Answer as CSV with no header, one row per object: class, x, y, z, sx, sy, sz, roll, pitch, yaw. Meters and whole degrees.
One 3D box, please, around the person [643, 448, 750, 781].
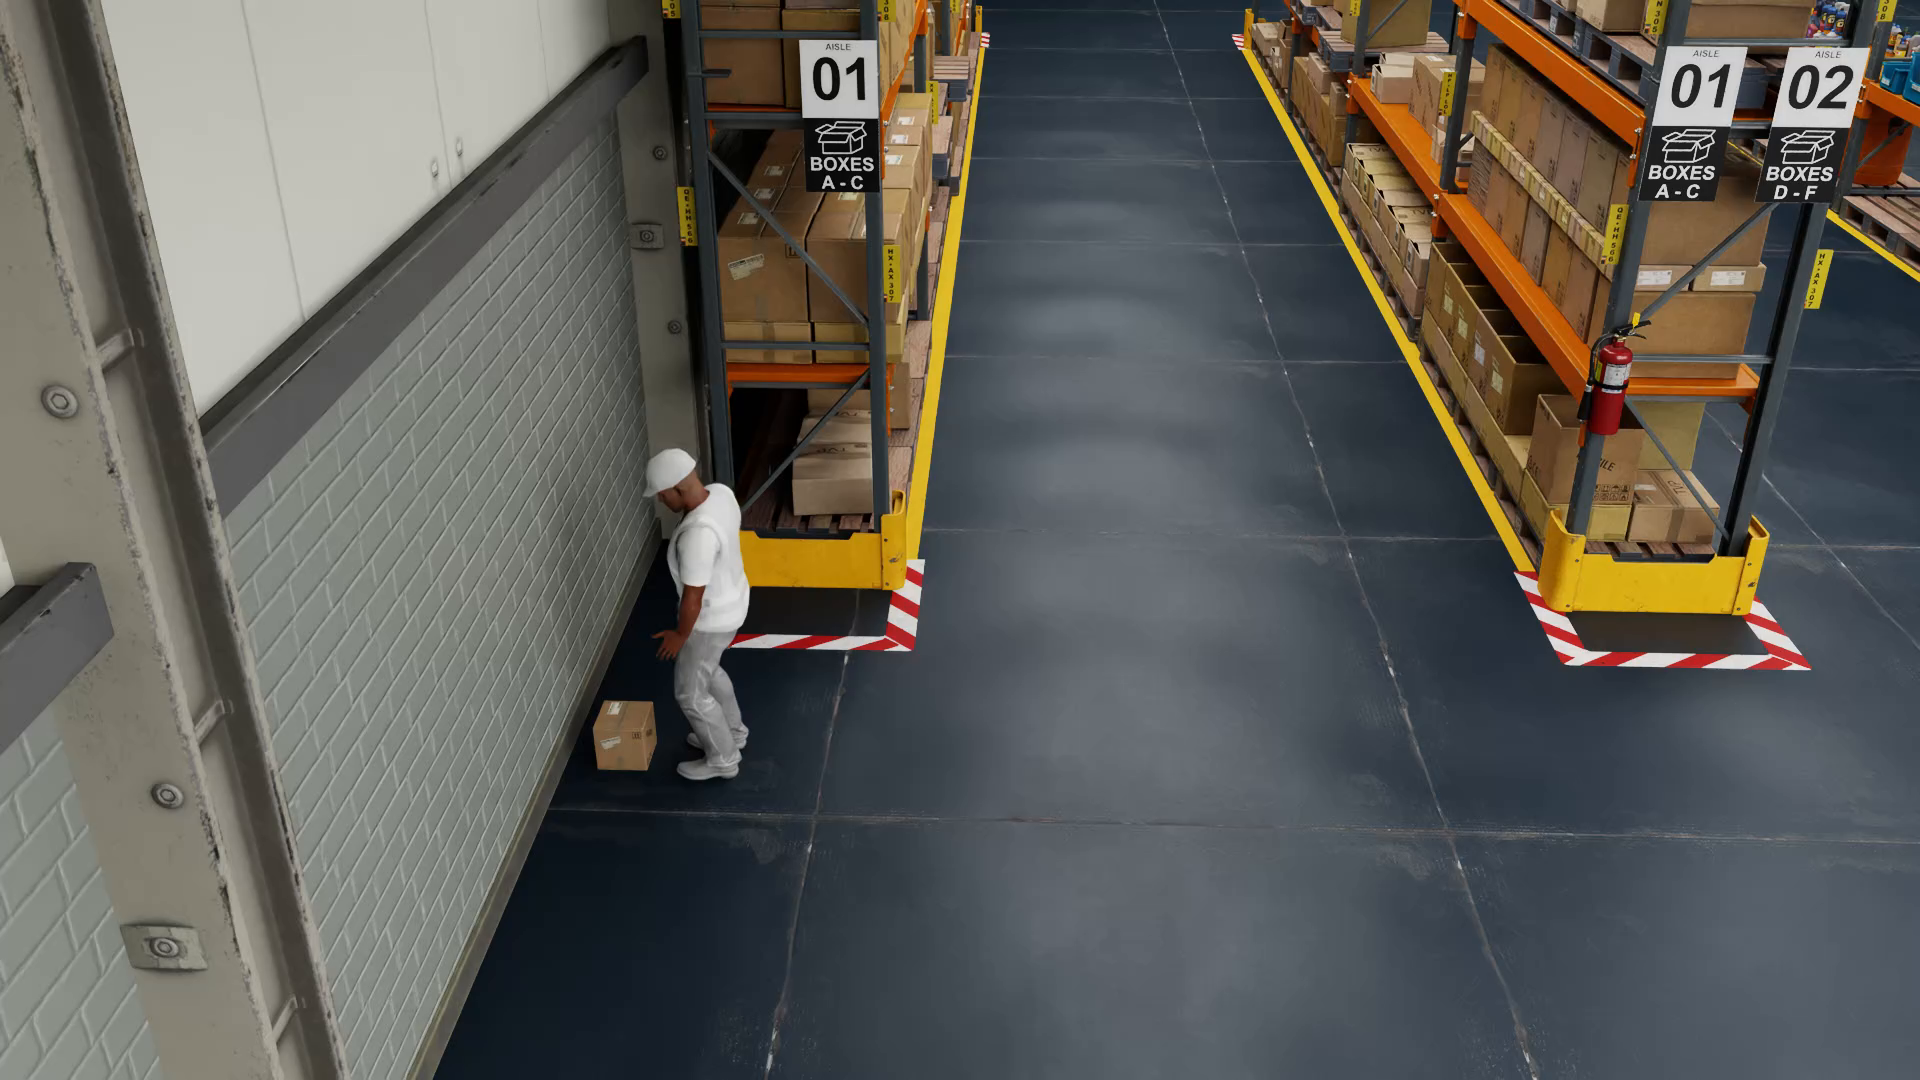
person,-1.239,0.356,7.967,0.437,1.726,0.588,2,28,3
